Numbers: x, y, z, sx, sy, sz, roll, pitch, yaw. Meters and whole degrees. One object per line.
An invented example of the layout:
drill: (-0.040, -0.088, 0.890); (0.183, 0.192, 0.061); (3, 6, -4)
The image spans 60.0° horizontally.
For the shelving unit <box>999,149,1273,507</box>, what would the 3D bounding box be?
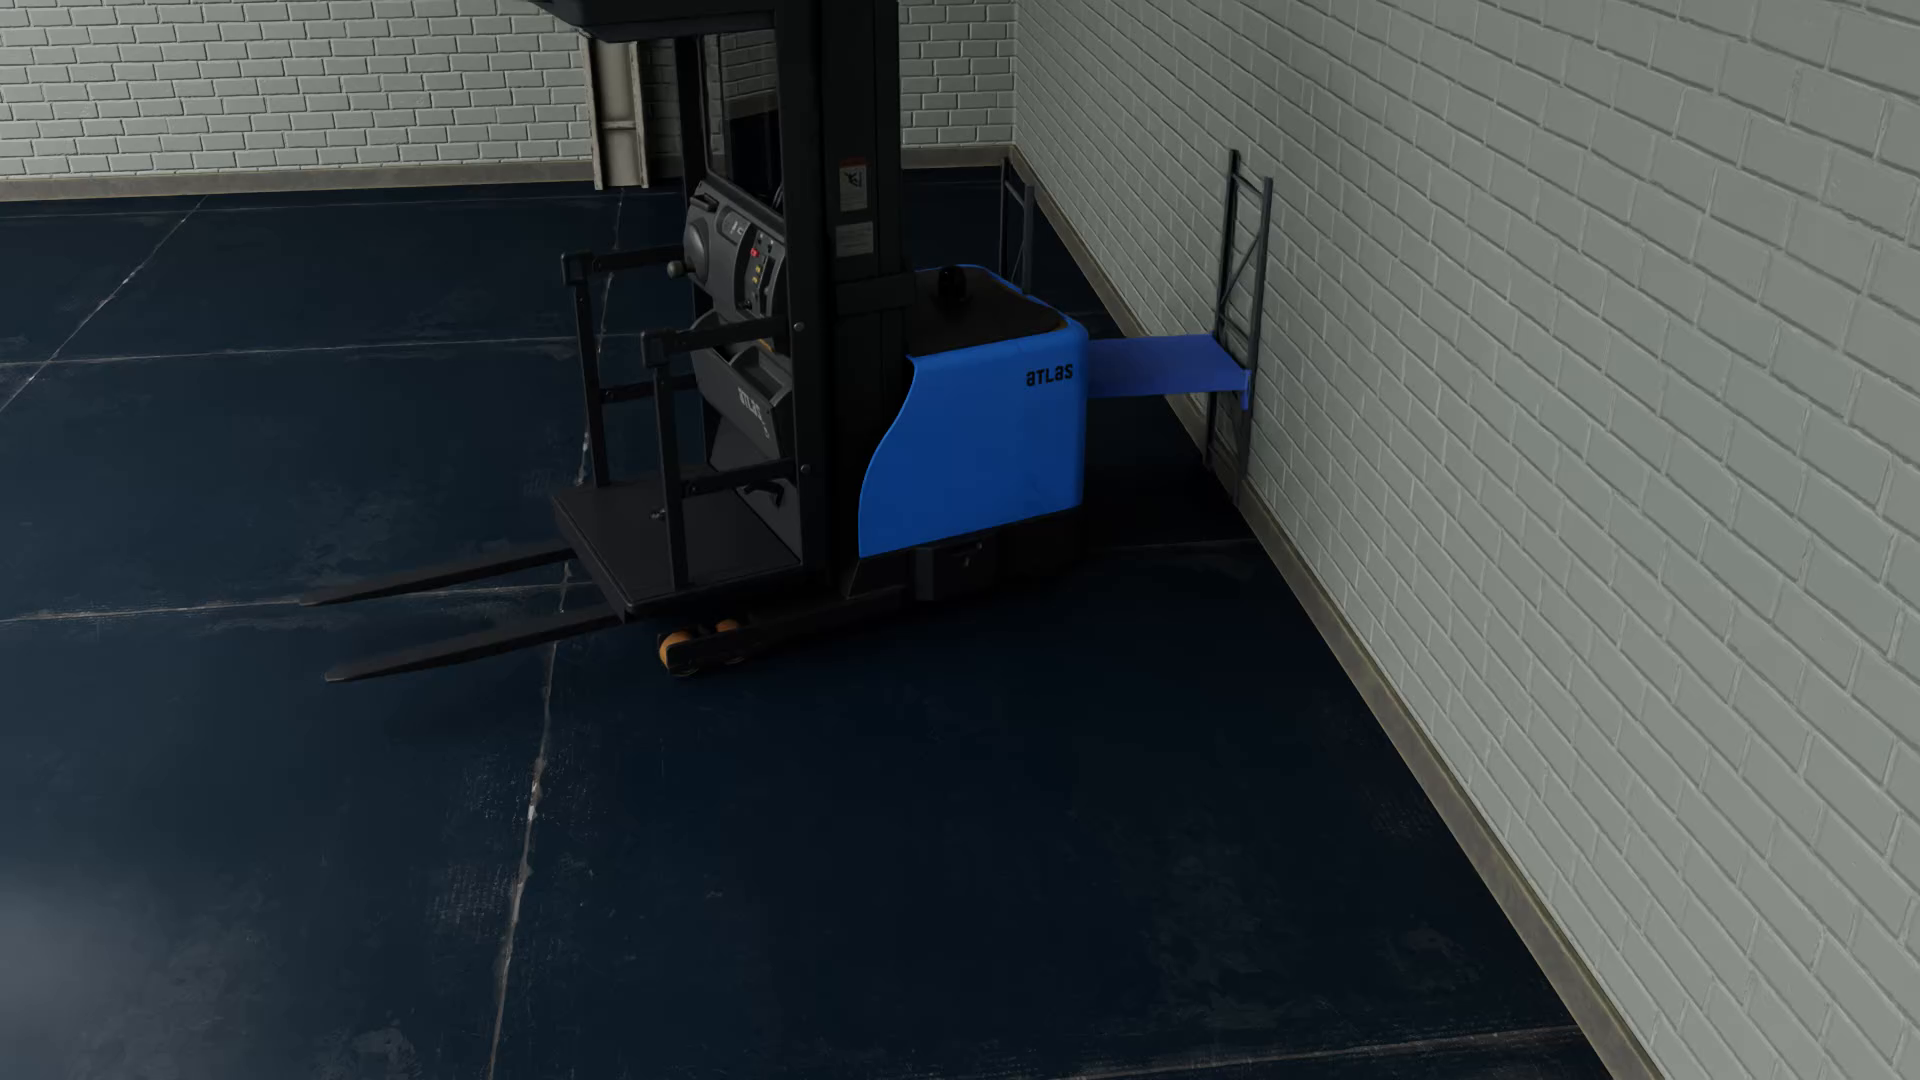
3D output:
shelving unit: (0.728, -0.894, 7.308); (1.048, 1.500, 0.538); (-4, 27, -10)

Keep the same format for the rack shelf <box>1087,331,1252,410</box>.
rack shelf: (0.726, -0.733, 7.389); (1.000, 0.185, 0.538); (-4, 27, -10)

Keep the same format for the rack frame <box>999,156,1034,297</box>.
rack frame: (0.228, -0.858, 7.223); (0.032, 1.500, 0.500); (-4, 27, -10)

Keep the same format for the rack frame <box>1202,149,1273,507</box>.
rack frame: (1.228, -0.929, 7.394); (0.032, 1.500, 0.500); (-4, 27, -10)

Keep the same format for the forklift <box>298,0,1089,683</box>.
forklift: (-1.023, -1.067, 6.119); (3.031, 2.935, 1.130); (-13, 30, -24)

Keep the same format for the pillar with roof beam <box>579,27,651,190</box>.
pillar with roof beam: (-1.922, -4.730, 6.610); (0.400, 9.000, 9.100); (-4, 27, -7)
